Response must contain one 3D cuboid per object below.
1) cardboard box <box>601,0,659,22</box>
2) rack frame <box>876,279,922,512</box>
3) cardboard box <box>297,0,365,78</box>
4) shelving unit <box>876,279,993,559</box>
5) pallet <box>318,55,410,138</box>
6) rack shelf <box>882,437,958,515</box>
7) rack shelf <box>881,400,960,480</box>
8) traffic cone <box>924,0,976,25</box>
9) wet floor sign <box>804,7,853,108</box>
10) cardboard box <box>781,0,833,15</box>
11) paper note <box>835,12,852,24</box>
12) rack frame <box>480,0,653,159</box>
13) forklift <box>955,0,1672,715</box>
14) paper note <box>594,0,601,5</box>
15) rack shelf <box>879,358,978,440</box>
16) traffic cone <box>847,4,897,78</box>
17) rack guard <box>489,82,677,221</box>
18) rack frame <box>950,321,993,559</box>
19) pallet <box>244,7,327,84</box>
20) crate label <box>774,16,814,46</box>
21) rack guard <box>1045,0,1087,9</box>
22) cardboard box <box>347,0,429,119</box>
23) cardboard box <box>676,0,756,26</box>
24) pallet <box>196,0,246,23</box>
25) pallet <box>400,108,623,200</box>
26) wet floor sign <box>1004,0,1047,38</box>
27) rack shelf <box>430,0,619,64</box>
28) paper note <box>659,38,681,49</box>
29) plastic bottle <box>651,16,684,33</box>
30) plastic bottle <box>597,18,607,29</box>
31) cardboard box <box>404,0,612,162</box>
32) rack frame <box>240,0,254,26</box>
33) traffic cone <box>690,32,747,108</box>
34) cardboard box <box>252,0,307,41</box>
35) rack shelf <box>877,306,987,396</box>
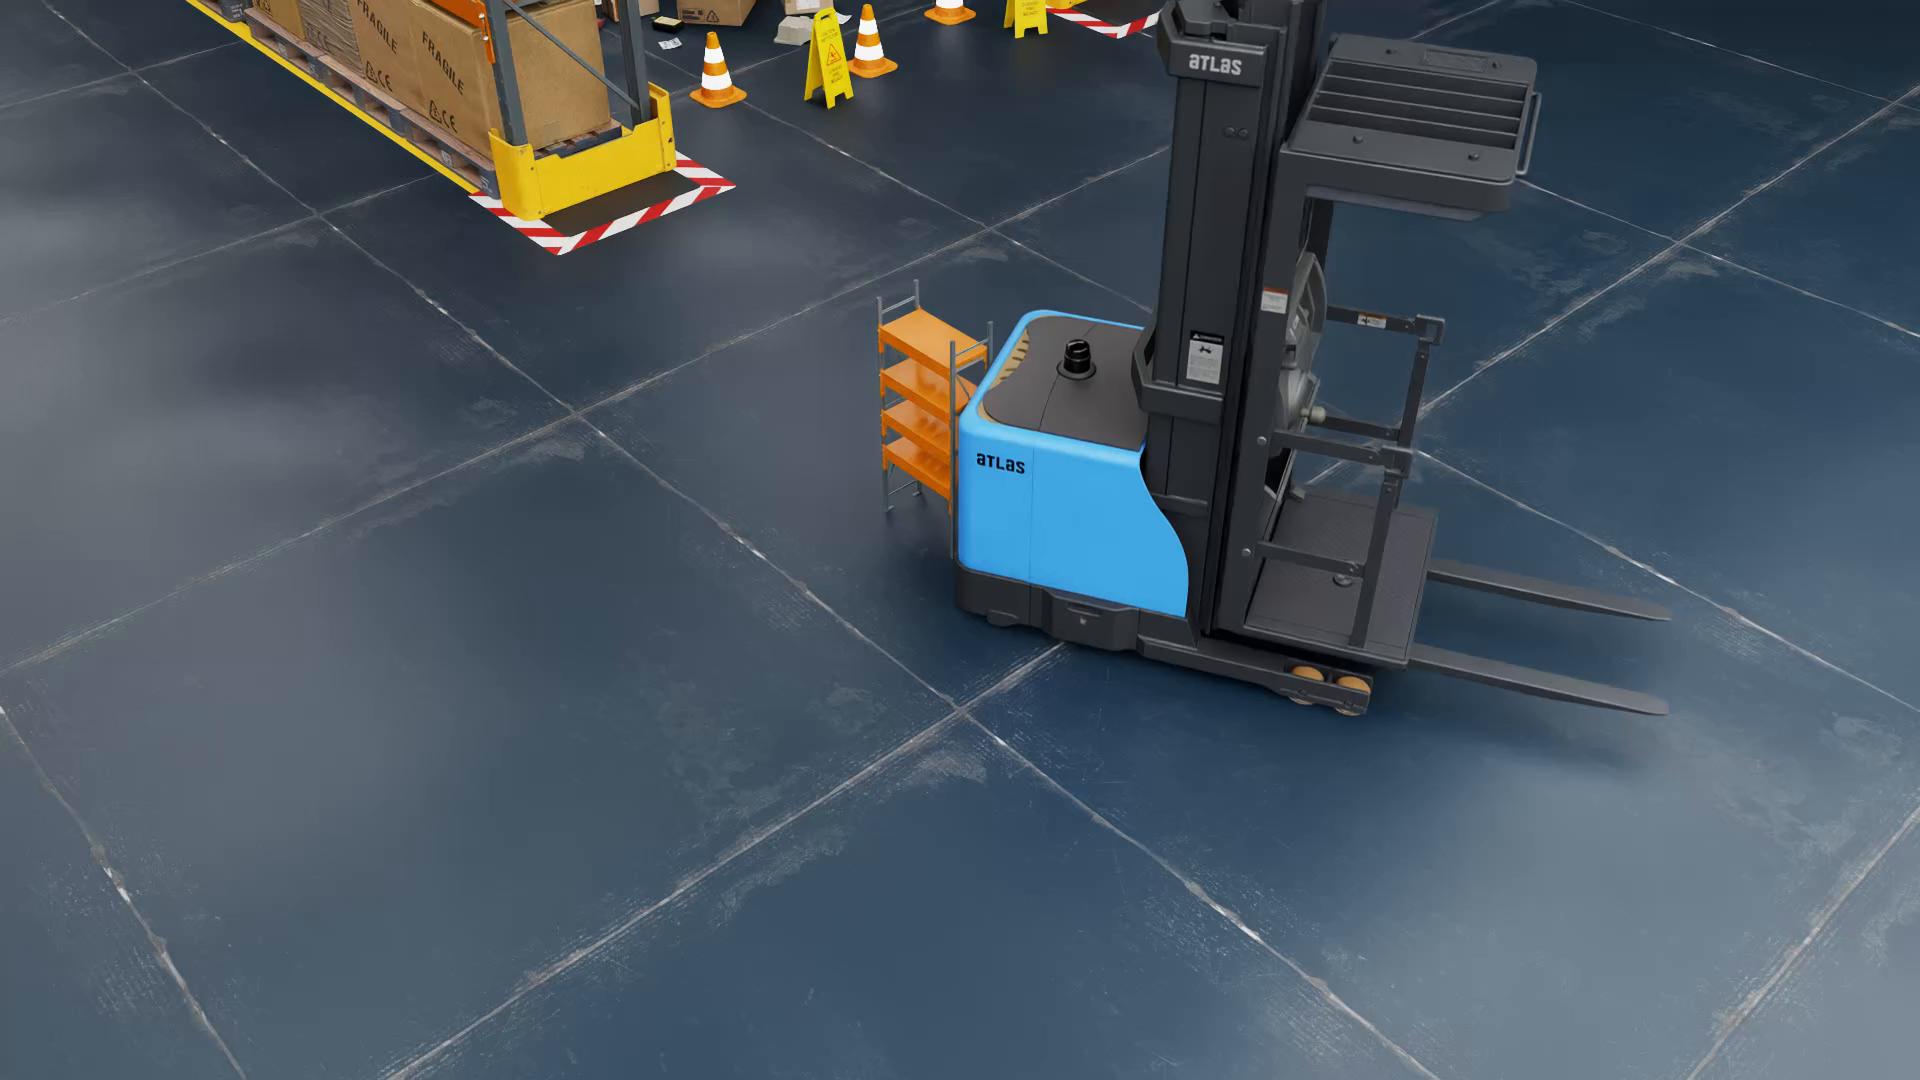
[{"bbox_3d":[-2.600,-4.264,13.026,0.396,0.266,0.258,-22,44,-25],"label":"cardboard box"},{"bbox_3d":[-0.280,-0.657,7.816,0.240,1.200,0.015,-30,48,-32],"label":"rack frame"},{"bbox_3d":[-4.133,-3.941,11.807,0.875,0.875,0.875,-30,47,-31],"label":"cardboard box"},{"bbox_3d":[-0.115,-0.544,7.676,0.258,1.200,0.503,-30,48,-32],"label":"shelving unit"},{"bbox_3d":[-3.833,-3.306,11.883,1.003,0.211,1.213,-30,48,-32],"label":"pallet"},{"bbox_3d":[-0.115,-0.337,7.844,0.258,0.148,0.480,-30,48,-32],"label":"rack shelf"},{"bbox_3d":[-0.115,-0.492,7.719,0.258,0.148,0.480,-30,48,-32],"label":"rack shelf"},{"bbox_3d":[-0.077,-4.304,12.918,0.336,0.463,0.334,-30,48,-32],"label":"traffic cone"},{"bbox_3d":[-0.936,-3.402,11.656,0.232,0.644,0.267,26,45,28],"label":"wet floor sign"},{"bbox_3d":[-1.210,-4.279,13.137,0.380,0.149,0.250,-8,40,-10],"label":"cardboard box"},{"bbox_3d":[-0.941,-4.076,12.981,0.142,0.019,0.148,18,42,21],"label":"paper note"},{"bbox_3d":[-2.414,-3.489,9.891,1.000,3.000,0.127,-30,48,-32],"label":"rack frame"},{"bbox_3d":[1.551,-0.776,6.586,3.031,2.935,1.130,13,41,15],"label":"forklift"},{"bbox_3d":[-2.853,-4.332,13.303,0.172,0.023,0.155,-15,41,-17],"label":"paper note"},{"bbox_3d":[-0.115,-0.666,7.578,0.258,0.148,0.480,-30,48,-32],"label":"rack shelf"},{"bbox_3d":[-0.664,-3.675,12.139,0.336,0.463,0.334,-30,48,-32],"label":"traffic cone"},{"bbox_3d":[-2.397,-2.506,10.663,1.175,0.500,0.348,-30,48,-32],"label":"rack guard"},{"bbox_3d":[0.049,-0.431,7.536,0.240,1.200,0.015,-30,48,-32],"label":"rack frame"},{"bbox_3d":[-4.662,-3.871,12.582,1.003,0.211,1.213,-30,48,-32],"label":"pallet"},{"bbox_3d":[-1.242,-3.885,12.660,0.298,0.136,0.250,11,40,13],"label":"crate label"},{"bbox_3d":[1.113,-4.702,13.382,1.175,0.500,0.348,-30,48,-32],"label":"rack guard"},{"bbox_3d":[-3.518,-3.518,11.284,0.875,0.875,0.875,-31,48,-32],"label":"cardboard box"},{"bbox_3d":[-1.889,-4.406,13.012,0.637,0.503,0.797,5,39,6],"label":"cardboard box"},{"bbox_3d":[-5.696,-4.581,13.462,1.003,0.211,1.213,-30,48,-32],"label":"pallet"},{"bbox_3d":[-3.012,-2.741,11.184,1.003,0.211,1.213,-30,48,-32],"label":"pallet"},{"bbox_3d":[0.505,-4.181,12.621,0.267,0.644,0.232,-15,41,-17],"label":"wet floor sign"},{"bbox_3d":[-3.766,-4.135,11.263,1.077,0.370,4.000,-30,48,-32],"label":"rack shelf"},{"bbox_3d":[-2.195,-3.762,12.592,0.144,0.017,0.142,-15,41,-17],"label":"paper note"},{"bbox_3d":[-2.283,-3.986,12.845,0.283,0.061,0.133,18,42,21],"label":"plastic bottle"},{"bbox_3d":[-2.853,-3.969,12.823,0.133,0.061,0.283,18,42,21],"label":"plastic bottle"},{"bbox_3d":[-2.921,-3.112,10.780,0.875,0.875,0.875,-30,47,-32],"label":"cardboard box"},{"bbox_3d":[-5.119,-5.341,12.183,1.000,3.000,0.127,-30,48,-32],"label":"rack frame"},{"bbox_3d":[-1.727,-3.352,11.740,0.336,0.463,0.334,-30,48,-32],"label":"traffic cone"},{"bbox_3d":[-4.745,-4.357,12.322,0.875,0.875,0.875,-29,47,-31],"label":"cardboard box"},{"bbox_3d":[-0.115,-0.850,7.430,0.258,0.148,0.480,-30,48,-32],"label":"rack shelf"}]
